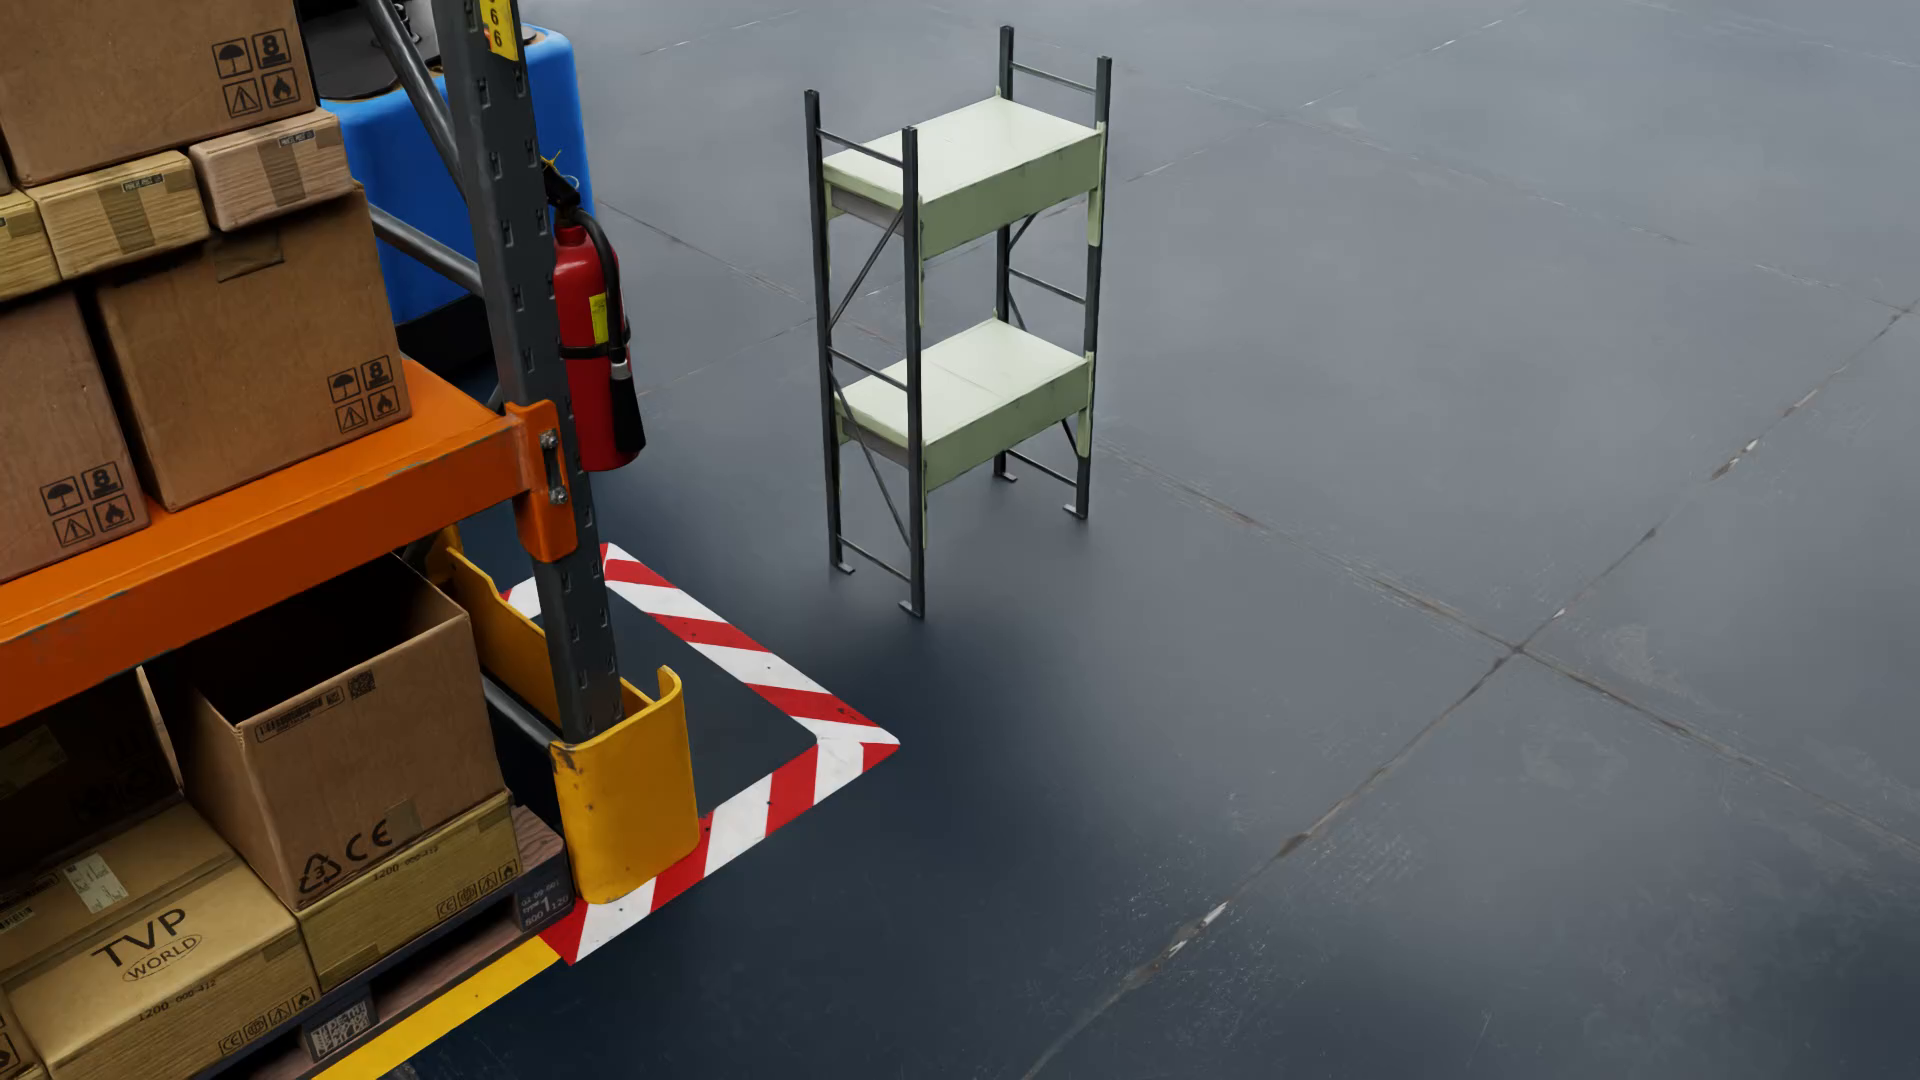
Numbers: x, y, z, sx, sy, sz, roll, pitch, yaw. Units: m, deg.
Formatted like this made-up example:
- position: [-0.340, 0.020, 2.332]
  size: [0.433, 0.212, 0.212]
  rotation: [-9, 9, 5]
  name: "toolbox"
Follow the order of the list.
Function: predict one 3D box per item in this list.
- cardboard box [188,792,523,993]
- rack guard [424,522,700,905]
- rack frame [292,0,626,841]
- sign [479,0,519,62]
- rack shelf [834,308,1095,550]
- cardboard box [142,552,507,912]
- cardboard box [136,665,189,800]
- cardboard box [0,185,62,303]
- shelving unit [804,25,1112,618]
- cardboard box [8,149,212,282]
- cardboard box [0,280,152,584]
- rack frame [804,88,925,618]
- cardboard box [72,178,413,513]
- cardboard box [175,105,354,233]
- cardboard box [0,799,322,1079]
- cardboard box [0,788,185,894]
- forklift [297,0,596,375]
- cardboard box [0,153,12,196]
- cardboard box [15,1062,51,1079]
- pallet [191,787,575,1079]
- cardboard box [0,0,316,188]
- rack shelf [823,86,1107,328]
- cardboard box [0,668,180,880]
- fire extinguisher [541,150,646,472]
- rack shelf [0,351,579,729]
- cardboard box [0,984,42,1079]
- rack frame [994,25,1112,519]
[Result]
- position: [-1.345, 0.658, 3.721]
  size: [0.500, 0.250, 0.500]
  rotation: [30, 45, 35]
  name: "cardboard box"
- position: [-1.160, 0.381, 4.267]
  size: [1.175, 0.500, 0.348]
  rotation: [30, 45, 35]
  name: "rack guard"
- position: [-1.177, -0.634, 3.538]
  size: [1.000, 3.000, 0.127]
  rotation: [30, 45, 35]
  name: "rack frame"
- position: [-0.802, -0.982, 2.817]
  size: [0.100, 0.325, 0.005]
  rotation: [30, 45, 35]
  name: "sign"
- position: [0.005, -0.350, 5.011]
  size: [0.431, 0.370, 0.720]
  rotation: [30, 45, 35]
  name: "rack shelf"
- position: [-1.344, 0.351, 3.505]
  size: [0.500, 0.500, 0.500]
  rotation: [30, 45, 35]
  name: "cardboard box"
- position: [-1.713, 0.449, 4.020]
  size: [0.500, 0.250, 0.500]
  rotation: [30, 45, 35]
  name: "cardboard box"
- position: [-1.675, -0.499, 2.689]
  size: [0.380, 0.149, 0.250]
  rotation: [29, 44, 35]
  name: "cardboard box"
- position: [0.005, -0.618, 4.825]
  size: [0.431, 1.500, 0.755]
  rotation: [30, 45, 35]
  name: "shelving unit"
- position: [-1.494, -0.603, 2.838]
  size: [0.250, 0.149, 0.380]
  rotation: [-29, 44, -35]
  name: "cardboard box"
- position: [-1.882, -0.276, 2.936]
  size: [0.500, 0.500, 0.700]
  rotation: [-29, 44, -35]
  name: "cardboard box"
- position: [-0.253, -0.469, 4.612]
  size: [0.400, 1.500, 0.023]
  rotation: [30, 45, 35]
  name: "rack frame"
- position: [-1.515, -0.491, 3.245]
  size: [0.700, 0.500, 0.500]
  rotation: [30, 45, 35]
  name: "cardboard box"
- position: [-1.311, -0.710, 2.991]
  size: [0.380, 0.149, 0.250]
  rotation: [29, 44, 35]
  name: "cardboard box"
- position: [-1.689, 0.866, 3.423]
  size: [0.500, 0.250, 0.500]
  rotation: [30, 45, 35]
  name: "cardboard box"
- position: [-2.062, 0.654, 3.727]
  size: [0.500, 0.250, 0.500]
  rotation: [30, 45, 35]
  name: "cardboard box"
- position: [-2.869, -2.422, 6.160]
  size: [3.031, 2.935, 1.130]
  rotation: [23, 41, 29]
  name: "forklift"
- position: [-1.919, -0.786, 2.533]
  size: [0.700, 0.500, 0.500]
  rotation: [28, 44, 34]
  name: "cardboard box"
- position: [-2.040, 1.069, 3.131]
  size: [0.500, 0.250, 0.500]
  rotation: [30, 45, 35]
  name: "cardboard box"
- position: [-1.686, 0.837, 3.866]
  size: [1.003, 0.211, 1.213]
  rotation: [30, 45, 35]
  name: "pallet"
- position: [-1.552, -1.002, 2.843]
  size: [0.500, 0.500, 0.700]
  rotation: [-30, 45, -35]
  name: "cardboard box"
- position: [0.005, -0.938, 4.602]
  size: [0.431, 0.370, 0.720]
  rotation: [30, 45, 35]
  name: "rack shelf"
- position: [-2.064, 0.345, 3.514]
  size: [0.500, 0.500, 0.500]
  rotation: [30, 45, 35]
  name: "cardboard box"
- position: [-0.764, -0.463, 3.360]
  size: [0.296, 0.674, 0.183]
  rotation: [30, 45, 35]
  name: "fire extinguisher"
- position: [-2.586, 0.473, 2.579]
  size: [1.077, 0.370, 4.000]
  rotation: [30, 45, 35]
  name: "rack shelf"
- position: [-2.038, 0.763, 2.915]
  size: [0.500, 0.500, 0.500]
  rotation: [30, 45, 35]
  name: "cardboard box"
- position: [0.263, -0.766, 5.038]
  size: [0.400, 1.500, 0.023]
  rotation: [30, 45, 35]
  name: "rack frame"
